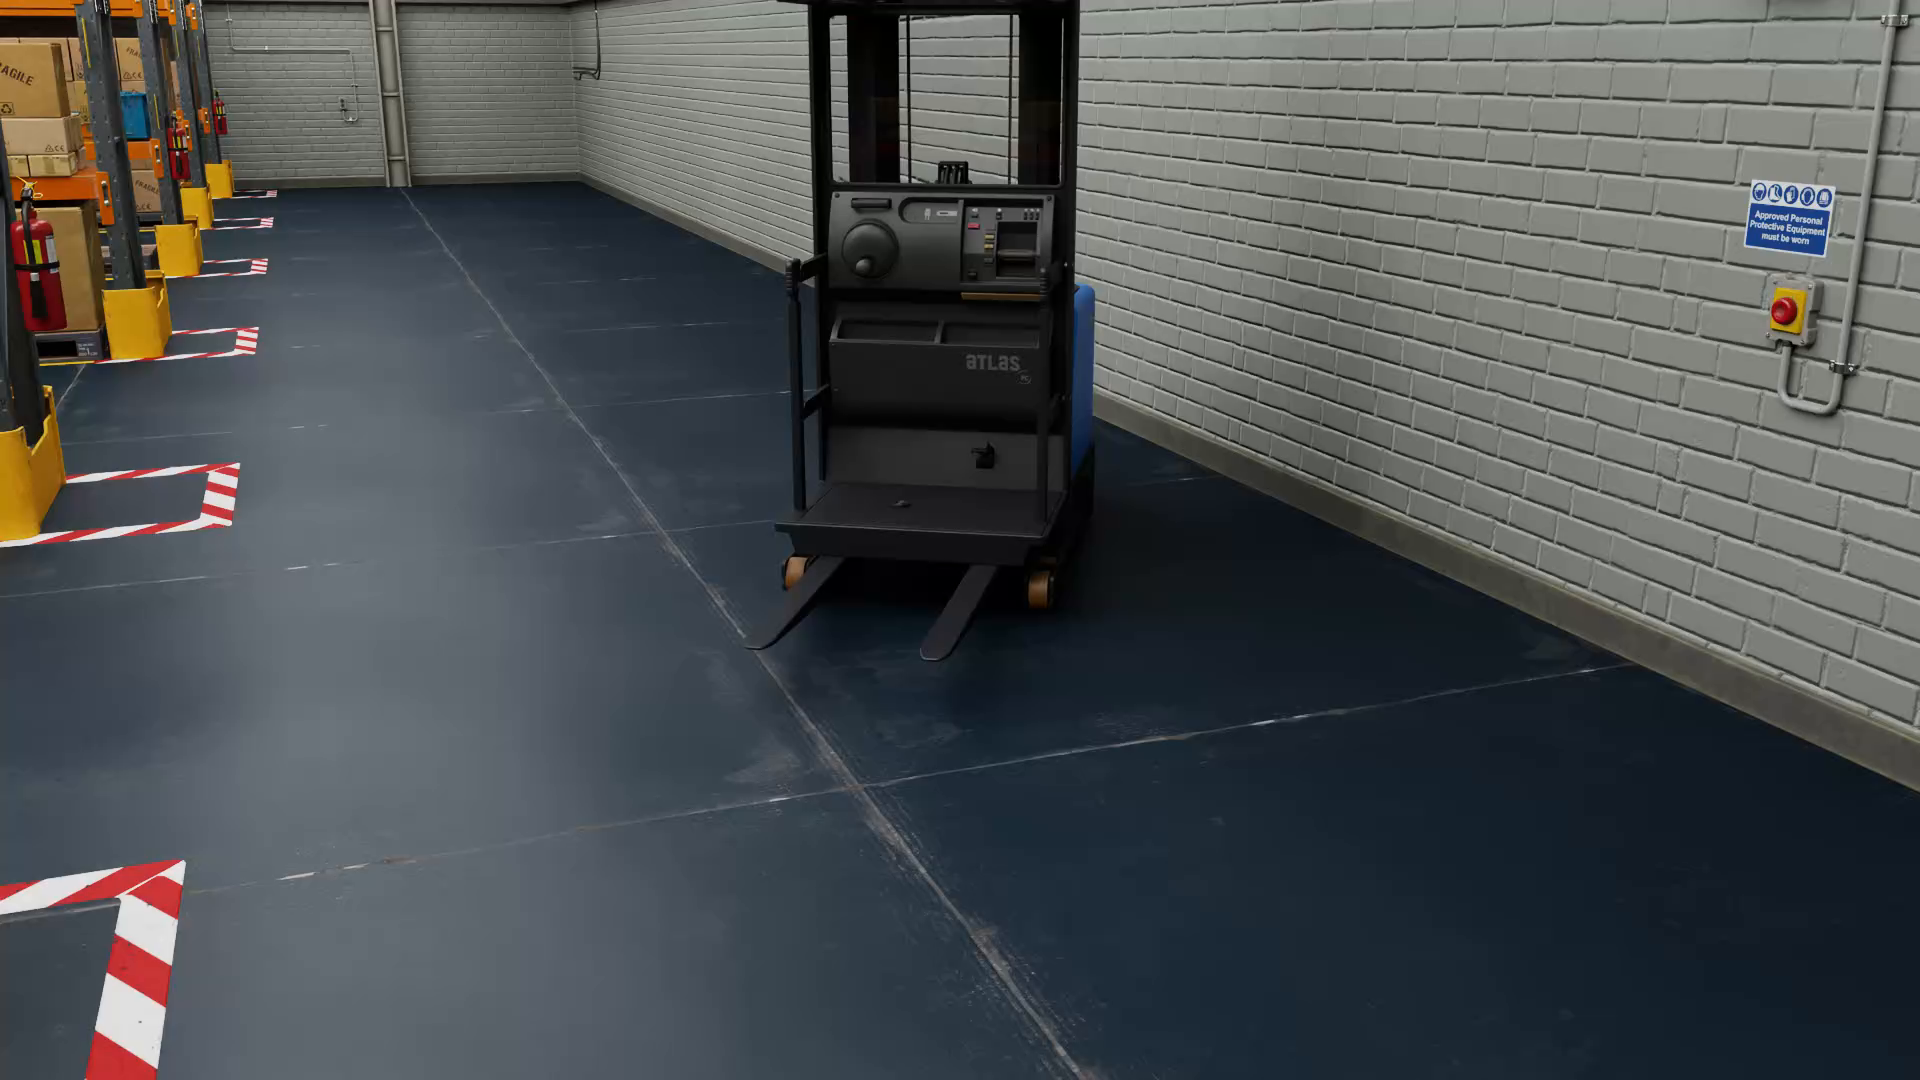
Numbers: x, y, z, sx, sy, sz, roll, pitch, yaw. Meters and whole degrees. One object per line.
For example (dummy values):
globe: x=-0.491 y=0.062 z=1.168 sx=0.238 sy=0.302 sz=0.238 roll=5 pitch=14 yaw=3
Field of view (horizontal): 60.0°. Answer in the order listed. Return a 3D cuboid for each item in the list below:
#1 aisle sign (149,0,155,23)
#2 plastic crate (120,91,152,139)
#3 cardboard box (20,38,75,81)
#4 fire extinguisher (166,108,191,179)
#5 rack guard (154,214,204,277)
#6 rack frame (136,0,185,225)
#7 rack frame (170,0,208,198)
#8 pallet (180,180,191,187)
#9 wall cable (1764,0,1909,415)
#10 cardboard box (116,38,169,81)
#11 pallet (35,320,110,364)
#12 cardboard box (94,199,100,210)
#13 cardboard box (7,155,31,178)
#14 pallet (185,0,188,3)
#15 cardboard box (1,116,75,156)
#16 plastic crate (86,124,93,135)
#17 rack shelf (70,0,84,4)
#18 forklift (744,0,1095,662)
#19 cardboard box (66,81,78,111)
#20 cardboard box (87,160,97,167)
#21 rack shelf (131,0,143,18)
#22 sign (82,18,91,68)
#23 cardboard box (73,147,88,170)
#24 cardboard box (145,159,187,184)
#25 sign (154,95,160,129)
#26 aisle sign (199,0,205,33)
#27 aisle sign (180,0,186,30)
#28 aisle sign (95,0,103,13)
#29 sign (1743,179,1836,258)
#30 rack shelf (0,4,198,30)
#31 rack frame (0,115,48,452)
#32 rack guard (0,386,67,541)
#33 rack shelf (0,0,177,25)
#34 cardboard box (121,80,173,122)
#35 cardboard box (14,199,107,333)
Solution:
aisle sign: x=-7.815 y=-5.388 z=16.008 sx=0.004 sy=0.787 sz=0.394 roll=-6 pitch=17 yaw=-20
plastic crate: x=-8.233 y=-4.173 z=16.316 sx=0.499 sy=0.435 sz=0.616 roll=-6 pitch=17 yaw=-20
cardboard box: x=-11.027 y=-5.820 z=20.141 sx=0.500 sy=0.500 sz=0.500 roll=-6 pitch=17 yaw=-19
fire extinguisher: x=-7.683 y=-3.890 z=16.320 sx=0.183 sy=0.674 sz=0.296 roll=-6 pitch=17 yaw=-20
rack guard: x=-7.969 y=-3.017 z=16.984 sx=0.348 sy=0.500 sz=1.175 roll=-6 pitch=17 yaw=-20
rack frame: x=-7.987 y=-4.210 z=16.612 sx=0.127 sy=3.000 sz=1.000 roll=-6 pitch=17 yaw=-20
rack frame: x=-9.756 y=-5.514 z=21.051 sx=0.127 sy=3.000 sz=1.000 roll=-6 pitch=17 yaw=-20
pallet: x=-12.250 y=-5.378 z=25.537 sx=1.213 sy=0.211 sz=1.003 roll=-6 pitch=17 yaw=-20
wall cable: x=2.589 y=-1.377 z=5.105 sx=0.123 sy=1.953 sz=0.585 roll=-6 pitch=17 yaw=-20
cardboard box: x=-10.073 y=-5.924 z=20.497 sx=0.500 sy=0.500 sz=0.500 roll=-6 pitch=18 yaw=-21
pallet: x=-6.933 y=-1.468 z=12.223 sx=1.213 sy=0.211 sz=1.003 roll=-6 pitch=17 yaw=-20
cardboard box: x=-10.832 y=-4.375 z=21.272 sx=0.500 sy=0.250 sz=0.500 roll=-6 pitch=17 yaw=-20
cardboard box: x=-6.671 y=-2.637 z=11.702 sx=0.250 sy=0.149 sz=0.380 roll=-6 pitch=17 yaw=-20
pallet: x=-12.221 y=-8.136 z=24.814 sx=1.213 sy=0.211 sz=1.003 roll=-6 pitch=17 yaw=-20
cardboard box: x=-6.572 y=-2.859 z=11.749 sx=0.500 sy=0.250 sz=0.500 roll=-6 pitch=18 yaw=-21
plastic crate: x=-8.664 y=-4.164 z=16.815 sx=0.298 sy=0.136 sz=0.250 roll=-6 pitch=17 yaw=-20
rack shelf: x=-8.082 y=-3.800 z=11.166 sx=4.000 sy=0.370 sz=1.077 roll=-6 pitch=17 yaw=-20
forklift: x=-0.115 y=-1.234 z=6.598 sx=1.130 sy=2.935 sz=3.031 roll=3 pitch=17 yaw=10
cardboard box: x=-11.028 y=-5.343 z=20.292 sx=0.500 sy=0.500 sz=0.500 roll=-6 pitch=17 yaw=-20
cardboard box: x=-13.086 y=-5.621 z=25.106 sx=0.500 sy=0.500 sz=0.700 roll=-7 pitch=18 yaw=-22
rack shelf: x=-9.854 y=-5.103 z=15.604 sx=4.000 sy=0.370 sz=1.077 roll=-6 pitch=17 yaw=-20
sign: x=-6.033 y=-3.432 z=11.487 sx=0.005 sy=0.325 sz=0.100 roll=-6 pitch=17 yaw=-20
cardboard box: x=-6.664 y=-2.838 z=12.383 sx=0.250 sy=0.149 sz=0.380 roll=-6 pitch=17 yaw=-19
cardboard box: x=-12.150 y=-5.722 z=25.451 sx=0.500 sy=0.500 sz=0.700 roll=-6 pitch=17 yaw=-20
sign: x=-7.775 y=-4.145 z=16.102 sx=0.005 sy=0.325 sz=0.100 roll=-6 pitch=17 yaw=-20
aisle sign: x=-11.357 y=-7.993 z=24.878 sx=0.004 sy=0.787 sz=0.394 roll=-6 pitch=17 yaw=-20
aisle sign: x=-9.582 y=-6.688 z=20.434 sx=0.004 sy=0.787 sz=0.394 roll=-6 pitch=17 yaw=-20
aisle sign: x=-6.040 y=-4.083 z=11.564 sx=0.004 sy=0.787 sz=0.394 roll=-6 pitch=17 yaw=-20
sign: x=2.628 y=-1.023 z=5.278 sx=0.001 sy=0.218 sz=0.327 roll=-6 pitch=17 yaw=-20
rack shelf: x=-13.399 y=-7.709 z=24.480 sx=4.000 sy=0.370 sz=1.077 roll=-6 pitch=17 yaw=-20
rack frame: x=-4.534 y=-1.592 z=7.696 sx=0.127 sy=3.000 sz=1.000 roll=-6 pitch=17 yaw=-20
rack guard: x=-4.605 y=-0.385 z=8.022 sx=0.348 sy=0.500 sz=1.175 roll=-6 pitch=17 yaw=-20
rack shelf: x=-11.623 y=-6.406 z=20.043 sx=4.000 sy=0.370 sz=1.077 roll=-6 pitch=17 yaw=-20
cardboard box: x=-10.077 y=-5.445 z=20.640 sx=0.500 sy=0.500 sz=0.500 roll=-6 pitch=17 yaw=-18
cardboard box: x=-6.783 y=-2.004 z=12.123 sx=0.875 sy=0.875 sz=0.875 roll=-6 pitch=17 yaw=-20
